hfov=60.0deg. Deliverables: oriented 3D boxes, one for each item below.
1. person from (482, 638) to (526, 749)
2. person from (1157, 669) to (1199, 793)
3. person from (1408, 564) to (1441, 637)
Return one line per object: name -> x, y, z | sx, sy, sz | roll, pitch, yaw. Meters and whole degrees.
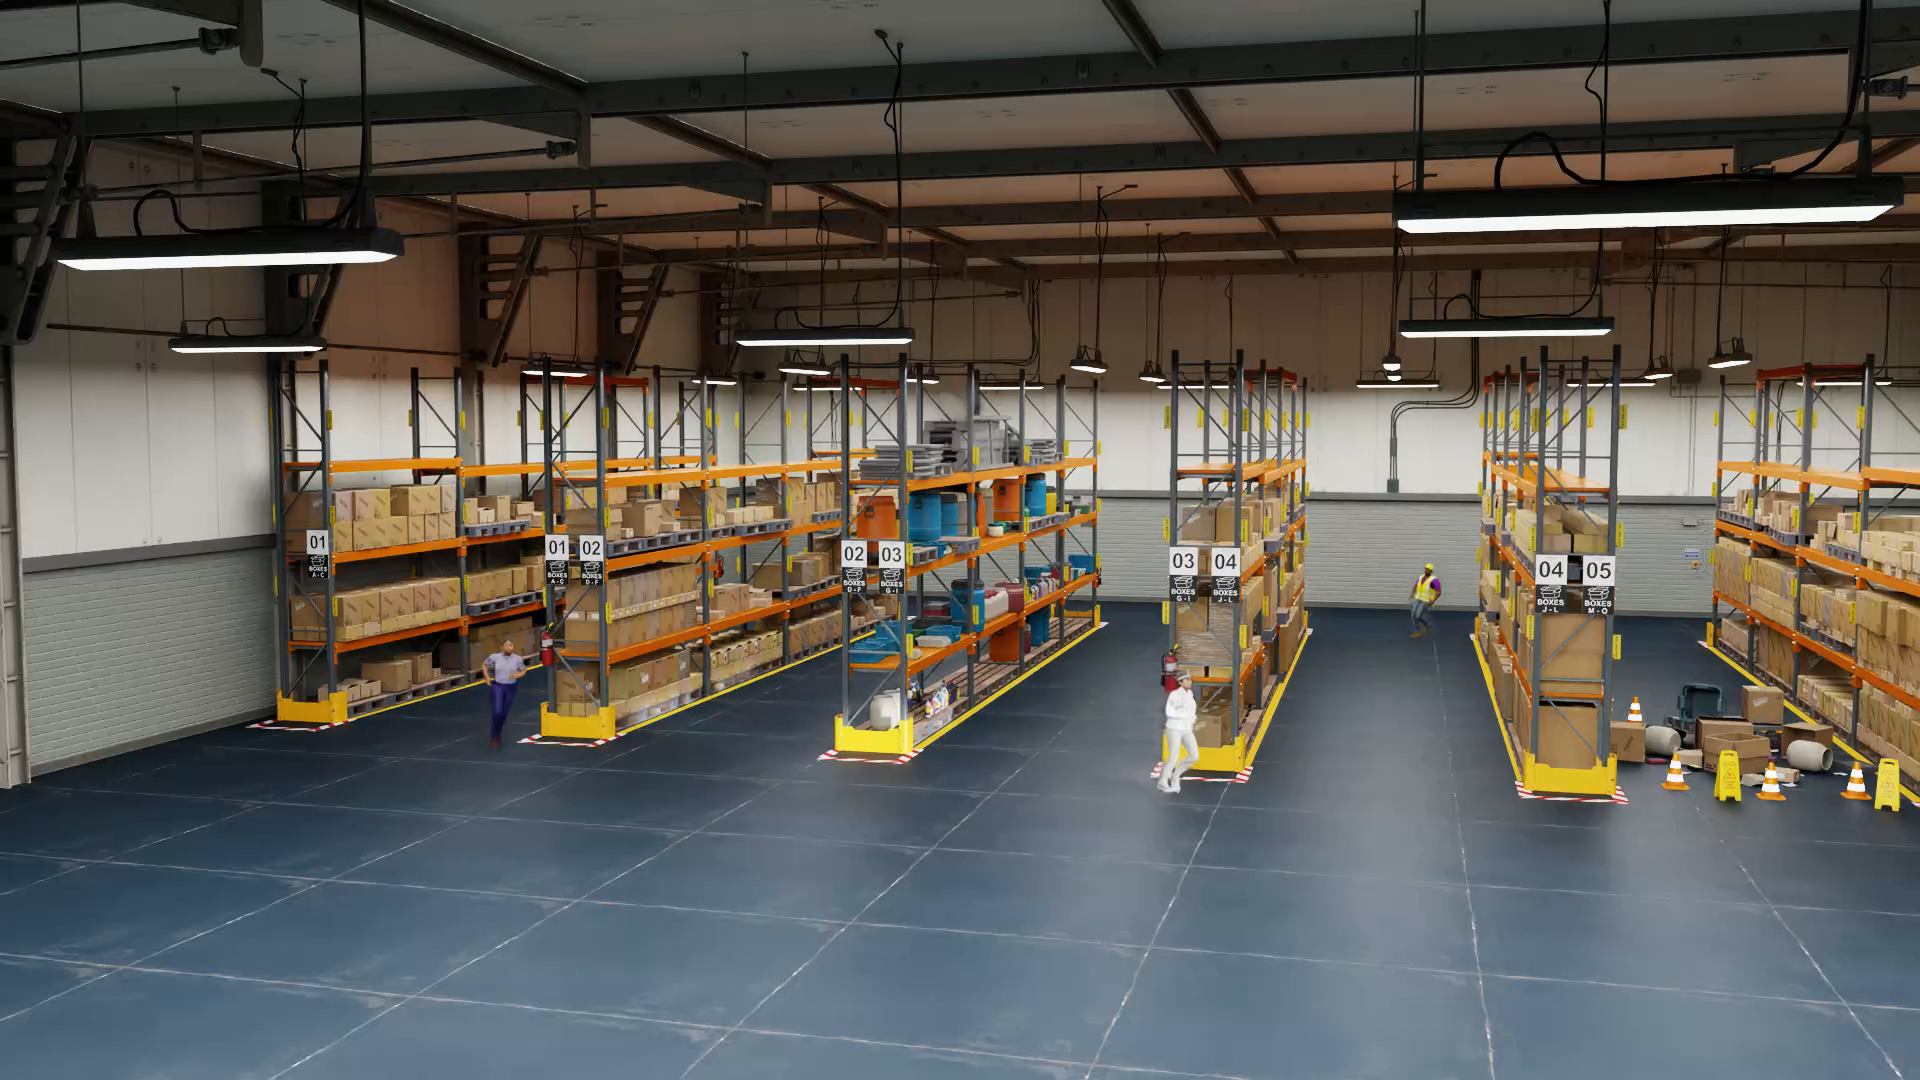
person -> -7.035, 2.361, 25.712 | 0.625, 1.702, 0.688 | -2, 5, -27
person -> 3.009, 2.566, 22.347 | 0.621, 1.672, 0.628 | -3, 5, -40
person -> 10.680, 1.399, 38.347 | 0.501, 1.711, 0.759 | -3, 5, -34
